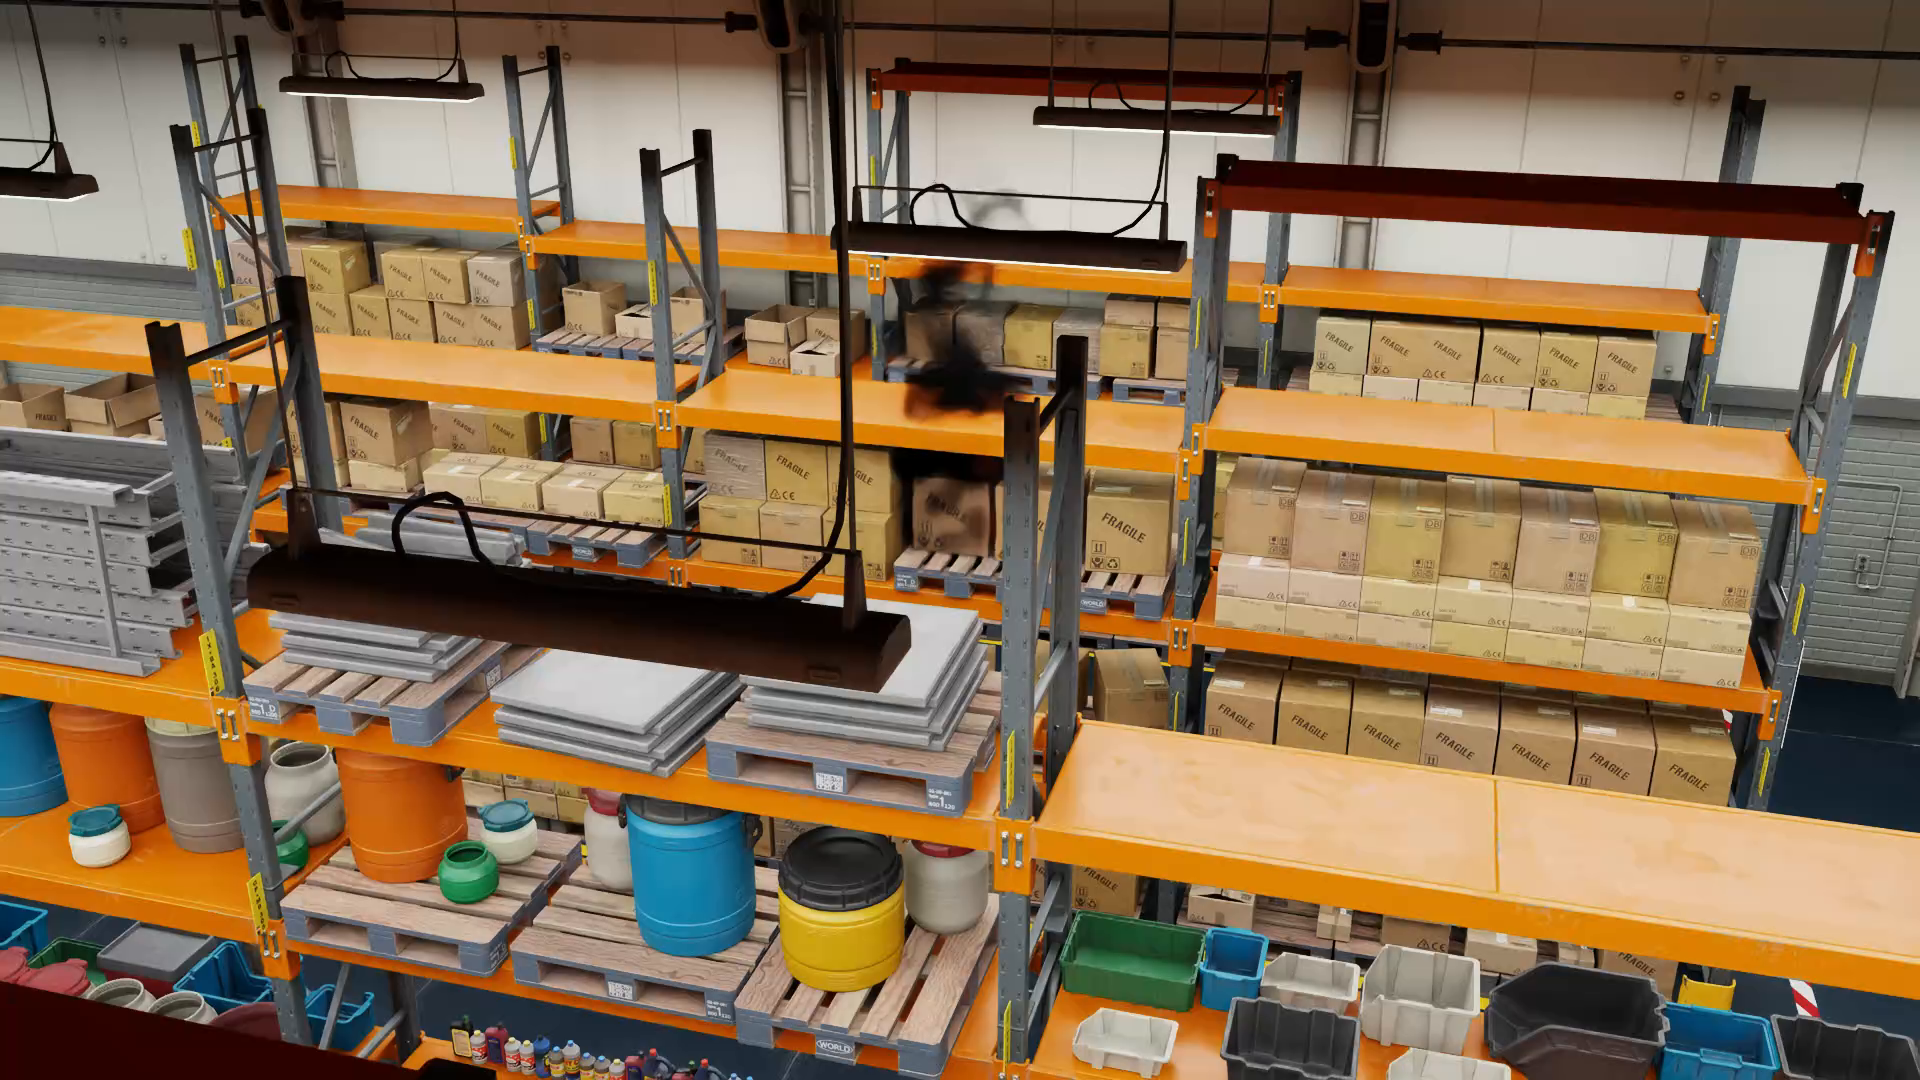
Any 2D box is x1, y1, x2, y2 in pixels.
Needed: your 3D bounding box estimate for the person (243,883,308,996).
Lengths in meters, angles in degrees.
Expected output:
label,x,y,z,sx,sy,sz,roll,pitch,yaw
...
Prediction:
label,x,y,z,sx,sy,sz,roll,pitch,yaw
person,-4.913,2.794,11.794,0.940,1.676,0.611,5,23,12
